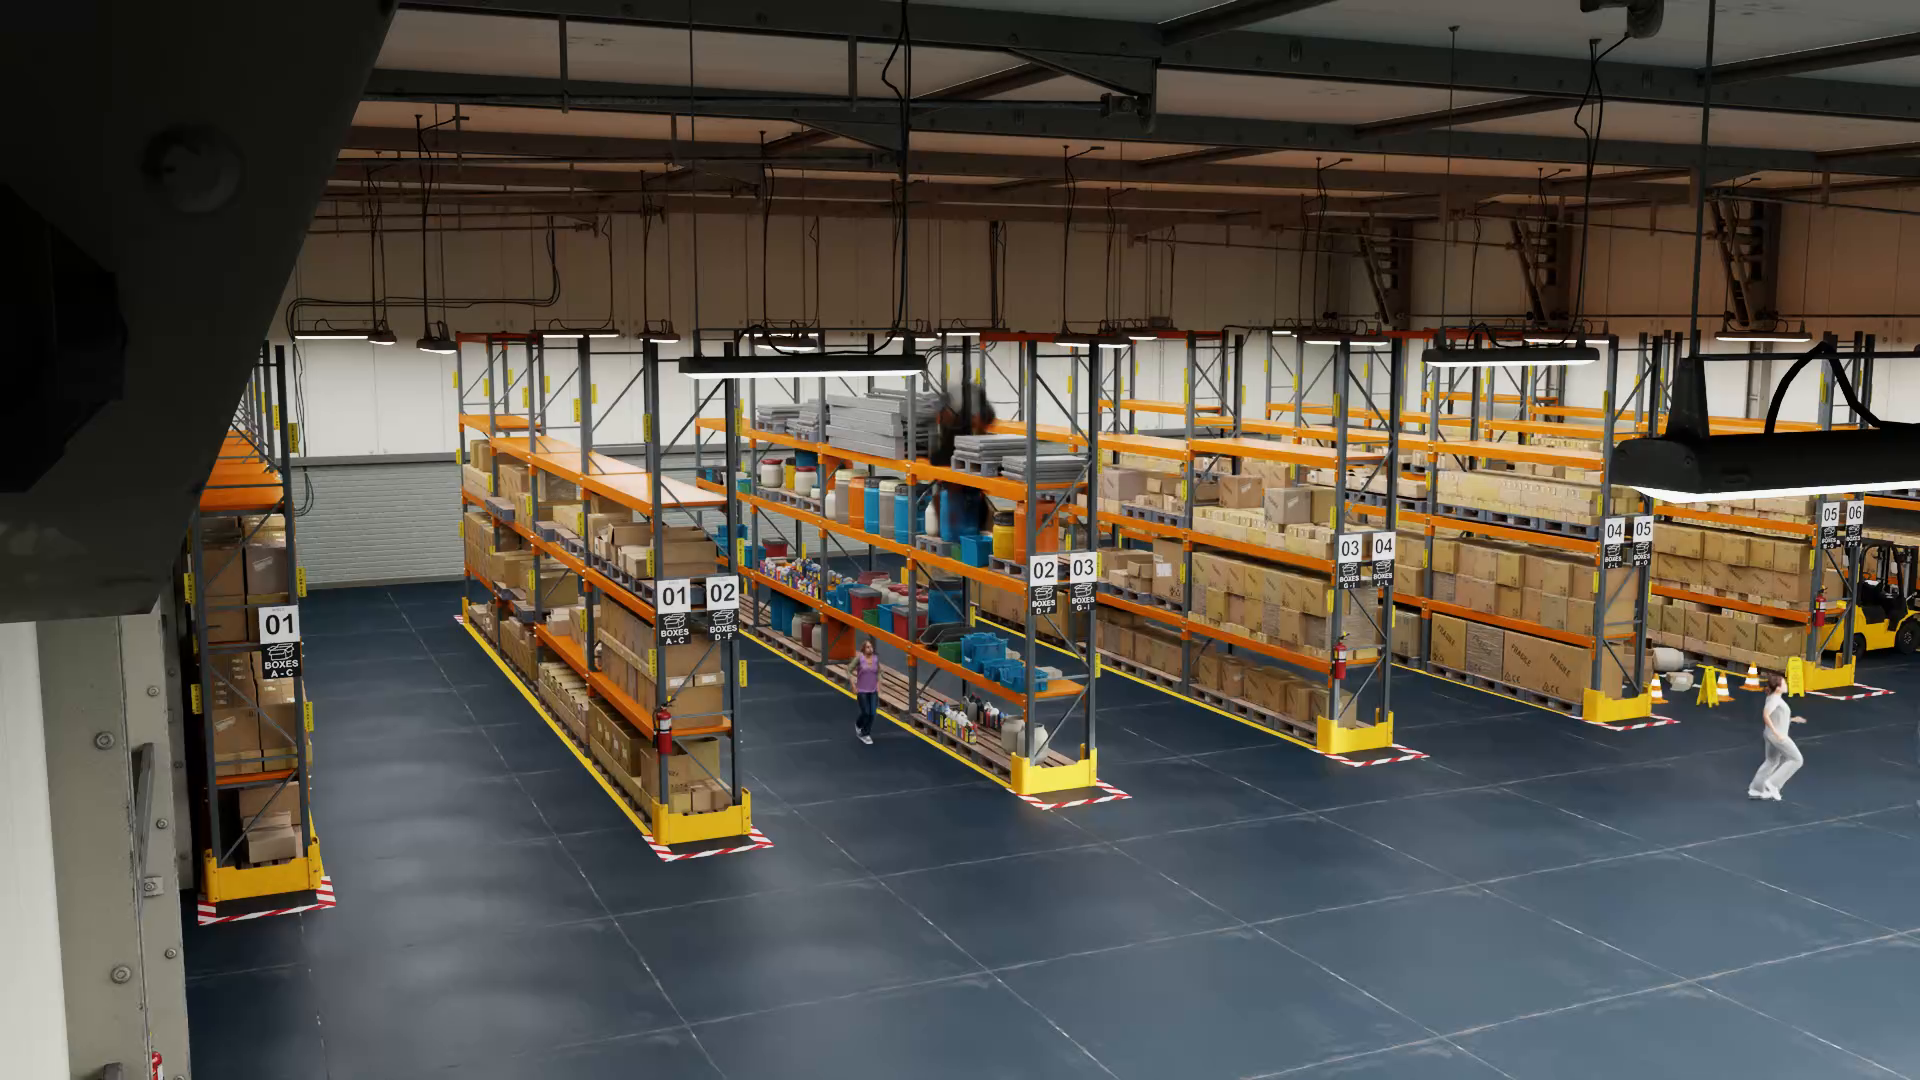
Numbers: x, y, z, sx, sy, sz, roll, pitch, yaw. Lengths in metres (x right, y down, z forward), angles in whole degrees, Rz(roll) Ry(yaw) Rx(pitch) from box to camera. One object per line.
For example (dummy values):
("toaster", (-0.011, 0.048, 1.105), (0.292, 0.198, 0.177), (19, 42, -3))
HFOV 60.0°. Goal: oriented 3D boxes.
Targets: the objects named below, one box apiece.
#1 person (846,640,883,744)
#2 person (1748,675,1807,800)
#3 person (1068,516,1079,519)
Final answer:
("person", (-1.389, 2.249, 24.646), (0.543, 1.564, 0.474), (-3, 8, -24))
("person", (10.706, 2.580, 21.740), (0.647, 1.638, 0.546), (2, 8, 12))
("person", (2.593, 0.252, 38.945), (0.595, 1.675, 0.783), (-2, 8, -13))
